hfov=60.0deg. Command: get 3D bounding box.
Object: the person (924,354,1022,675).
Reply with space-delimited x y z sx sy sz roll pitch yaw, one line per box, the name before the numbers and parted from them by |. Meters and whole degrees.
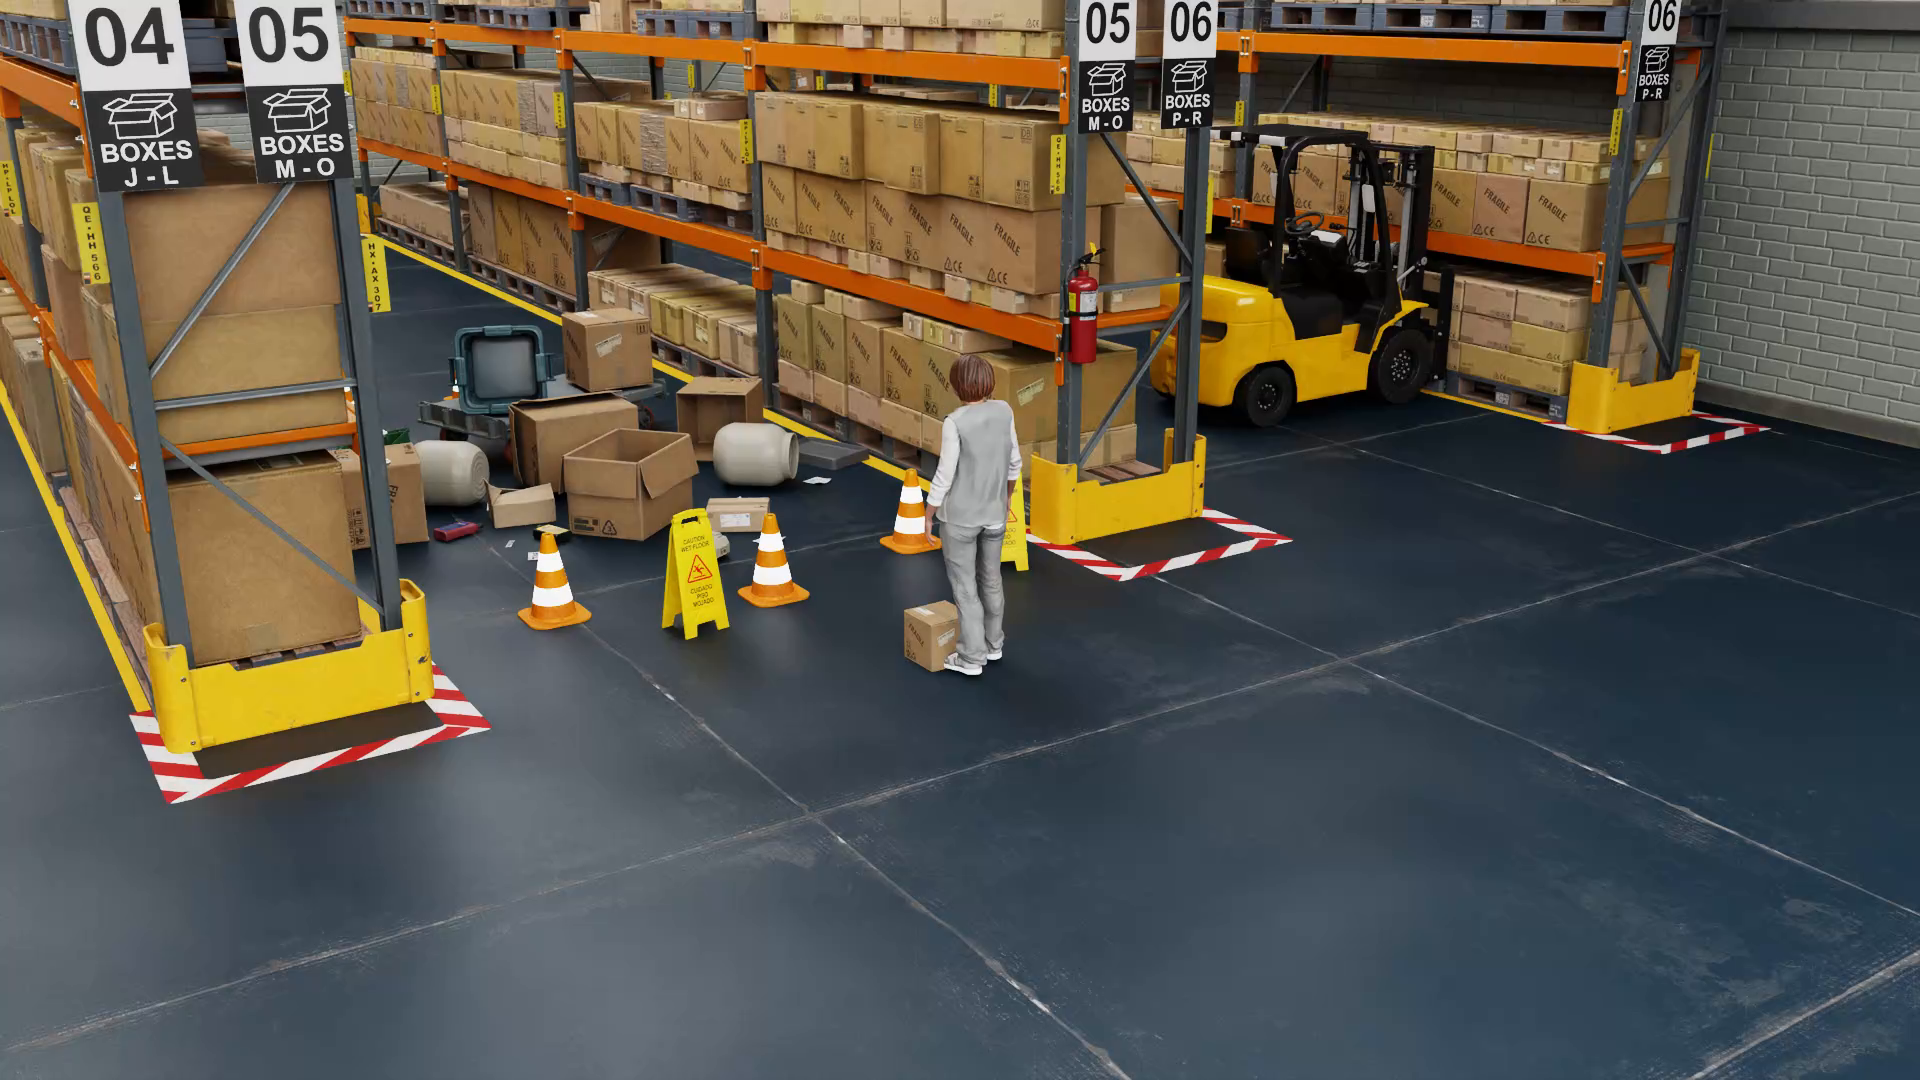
person | 0.027 -0.127 7.926 0.520 1.597 0.475 -12 22 -31
